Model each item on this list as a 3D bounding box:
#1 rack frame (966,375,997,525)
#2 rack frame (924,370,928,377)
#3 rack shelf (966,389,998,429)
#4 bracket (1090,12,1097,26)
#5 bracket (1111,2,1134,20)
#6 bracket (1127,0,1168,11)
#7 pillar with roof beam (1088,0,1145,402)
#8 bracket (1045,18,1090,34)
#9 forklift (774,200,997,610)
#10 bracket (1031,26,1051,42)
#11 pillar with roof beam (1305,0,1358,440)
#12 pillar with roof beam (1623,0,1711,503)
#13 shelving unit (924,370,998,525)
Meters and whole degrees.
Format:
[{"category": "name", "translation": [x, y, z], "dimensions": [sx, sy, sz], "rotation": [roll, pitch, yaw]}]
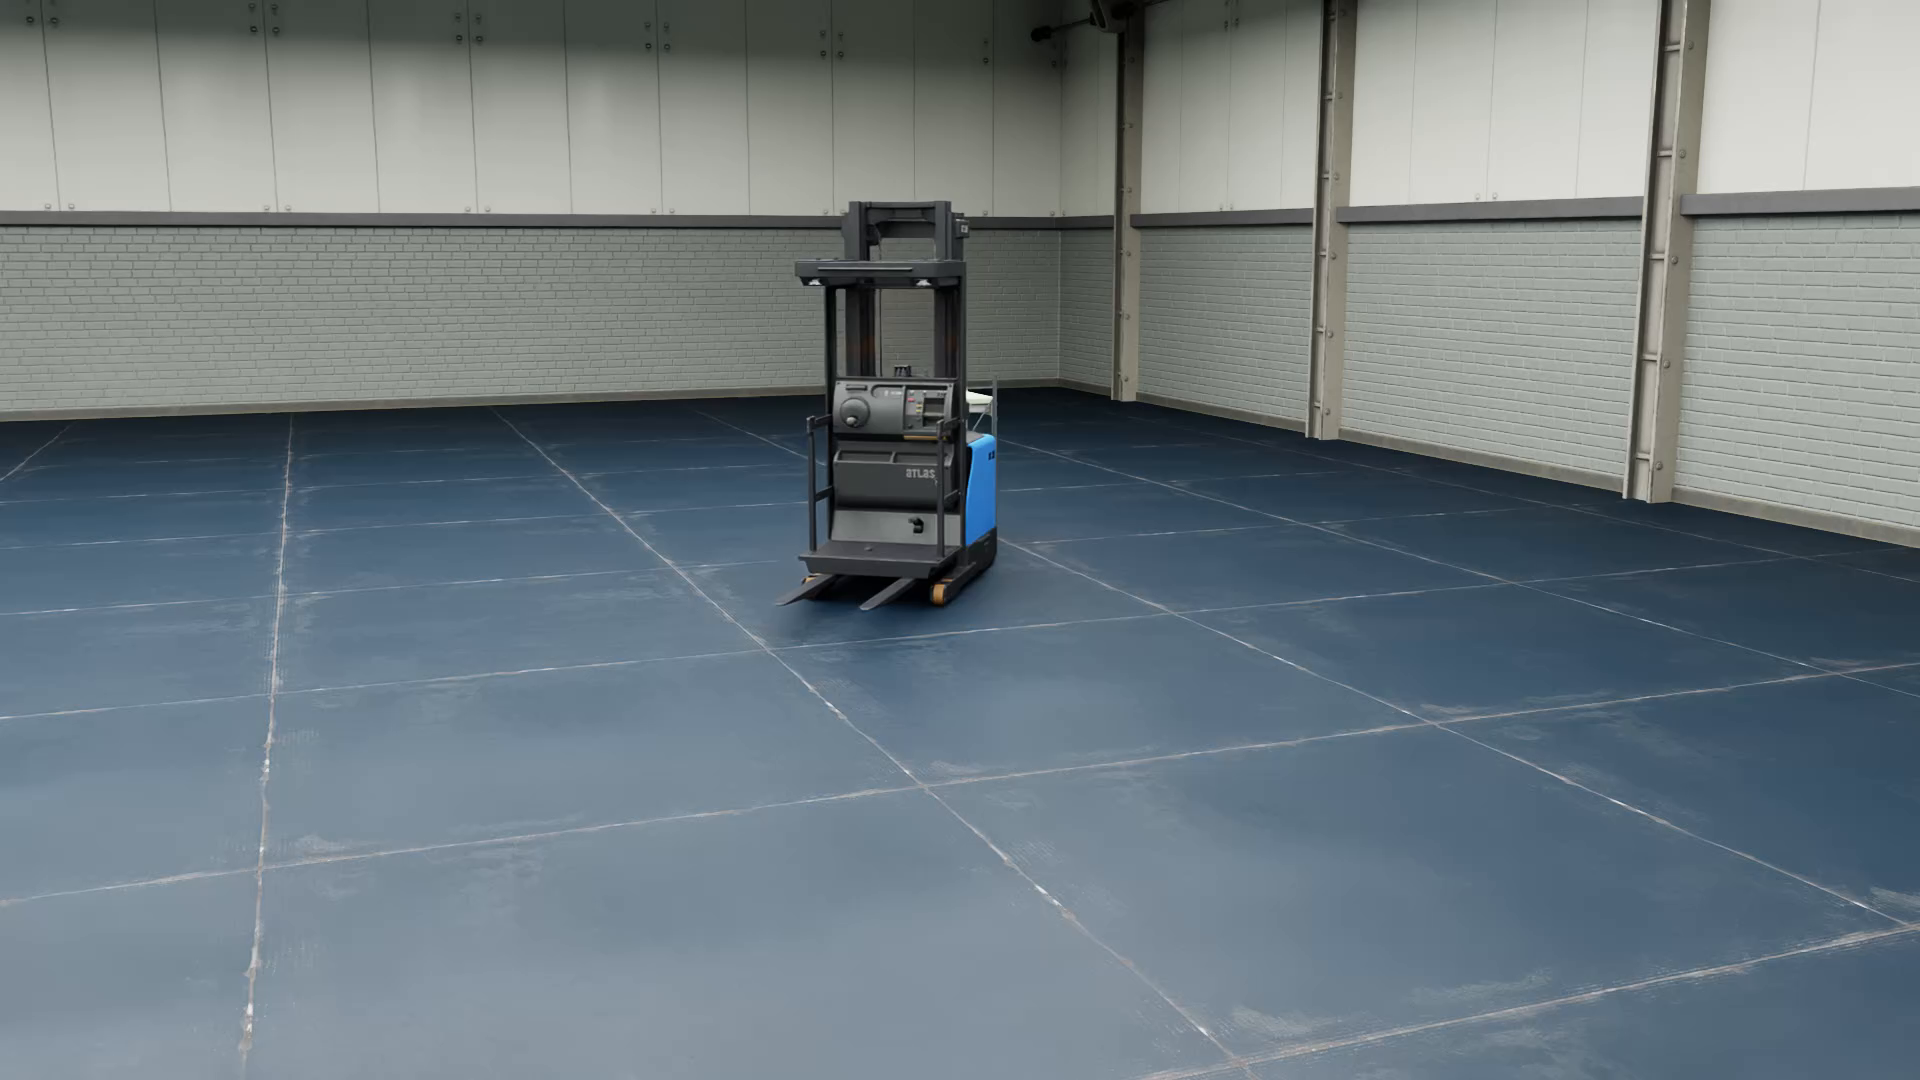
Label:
[{"category": "rack frame", "translation": [0.130, -0.680, 14.459], "dimensions": [0.400, 1.500, 0.023], "rotation": [-4, 11, -21]}, {"category": "rack frame", "translation": [-0.135, -0.799, 15.131], "dimensions": [0.400, 1.500, 0.023], "rotation": [-4, 11, -21]}, {"category": "rack shelf", "translation": [-0.002, -1.124, 14.727], "dimensions": [0.431, 0.370, 0.720], "rotation": [-4, 11, -21]}, {"category": "bracket", "translation": [2.313, -8.625, 27.435], "dimensions": [0.235, 0.232, 0.430], "rotation": [-4, 11, -21]}, {"category": "bracket", "translation": [2.614, -8.489, 26.673], "dimensions": [0.235, 0.232, 0.430], "rotation": [-4, 11, -21]}, {"category": "bracket", "translation": [3.547, -8.069, 24.309], "dimensions": [0.076, 0.066, 4.783], "rotation": [-4, 11, -21]}, {"category": "pillar with roof beam", "translation": [-1.218, -6.534, 25.960], "dimensions": [9.100, 9.000, 0.548], "rotation": [-4, 11, -21]}, {"category": "bracket", "translation": [1.668, -8.915, 29.068], "dimensions": [0.076, 0.066, 3.189], "rotation": [-4, 11, -21]}, {"category": "forklift", "translation": [-0.554, -1.033, 12.359], "dimensions": [1.130, 2.935, 3.031], "rotation": [3, 10, 14]}, {"category": "bracket", "translation": [1.454, -9.012, 29.610], "dimensions": [0.235, 0.232, 0.430], "rotation": [-4, 11, -21]}, {"category": "pillar with roof beam", "translation": [0.956, -5.555, 20.454], "dimensions": [9.100, 9.000, 0.400], "rotation": [-4, 11, -21]}, {"category": "pillar with roof beam", "translation": [3.130, -4.576, 14.948], "dimensions": [9.100, 9.000, 0.400], "rotation": [-4, 11, -21]}, {"category": "shelving unit", "translation": [-0.002, -0.739, 14.795], "dimensions": [0.431, 1.500, 0.755], "rotation": [-4, 11, -21]}]
